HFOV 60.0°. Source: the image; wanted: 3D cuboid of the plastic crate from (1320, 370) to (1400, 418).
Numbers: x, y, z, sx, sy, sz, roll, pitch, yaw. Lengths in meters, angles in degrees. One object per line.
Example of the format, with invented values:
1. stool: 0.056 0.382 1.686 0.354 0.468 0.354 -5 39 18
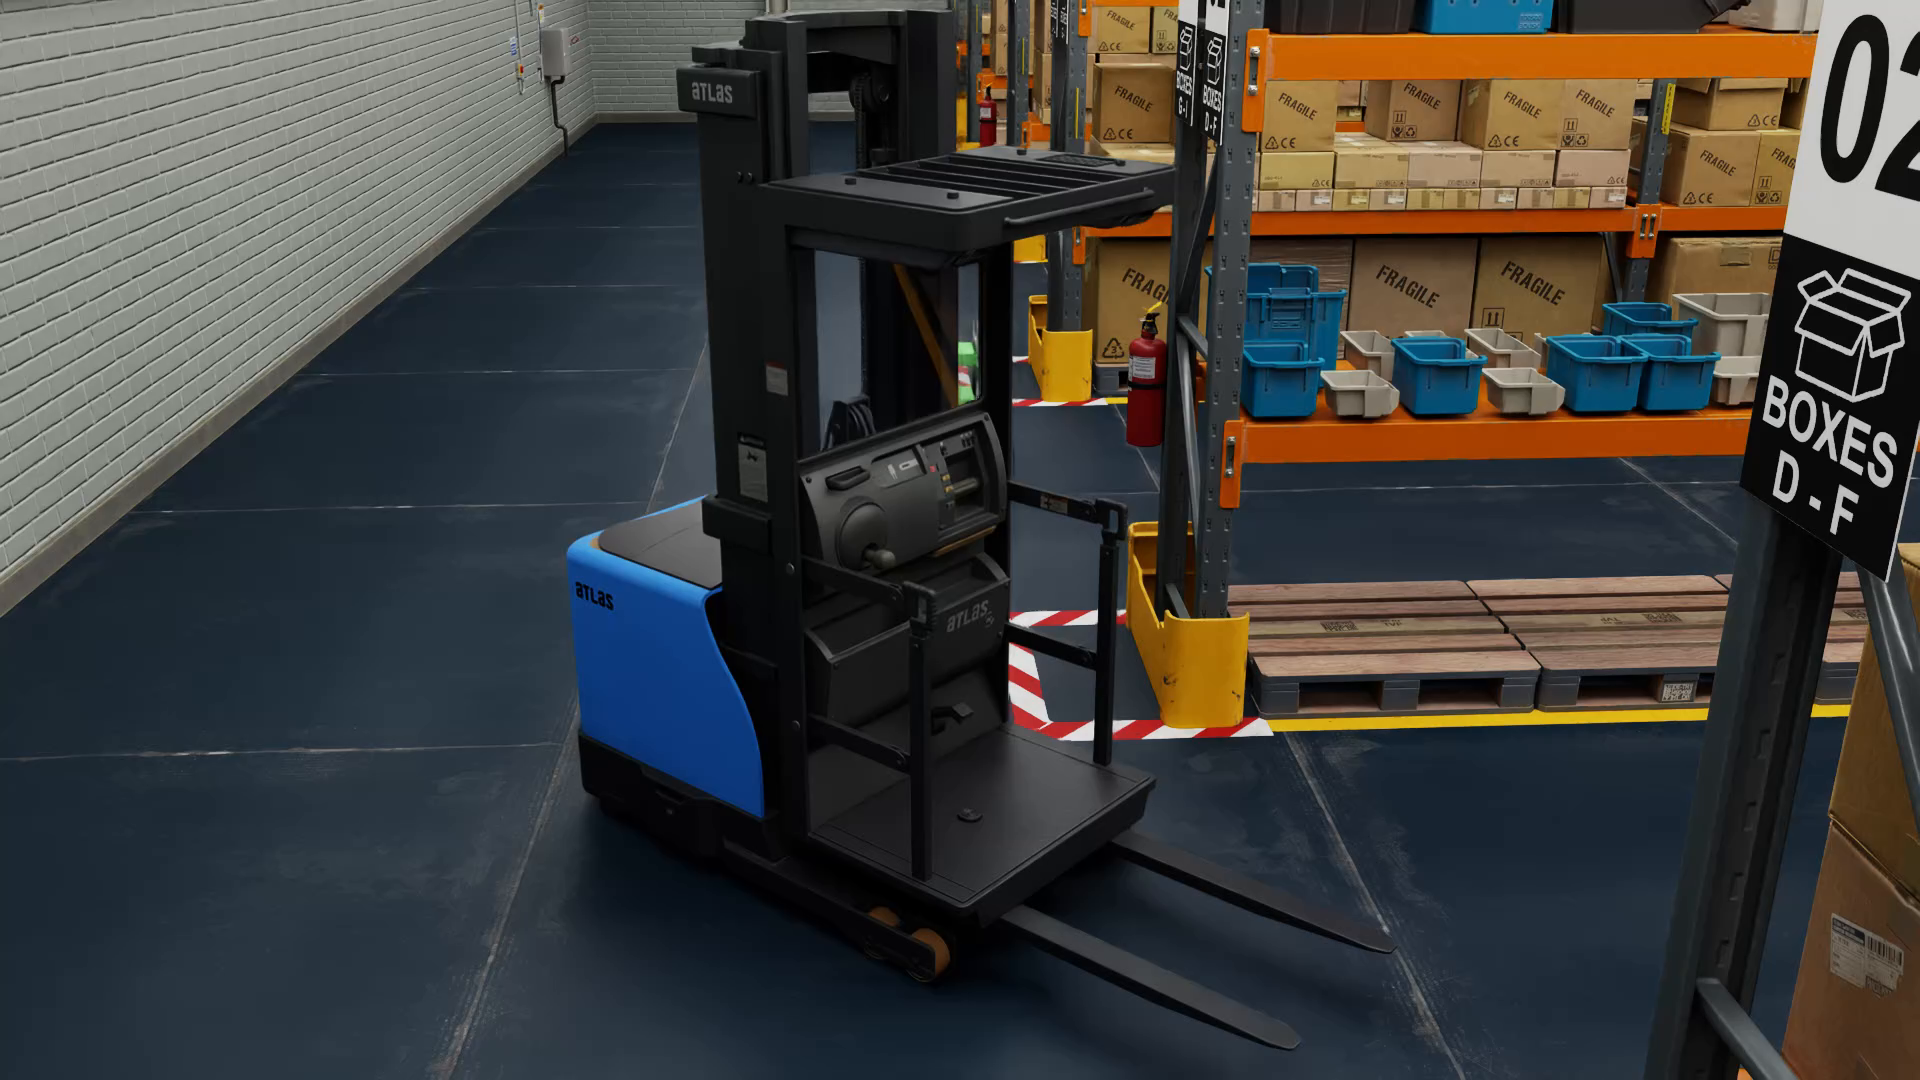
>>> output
1. plastic crate: 1.617 -0.589 6.738 0.298 0.136 0.250 -1 21 -3

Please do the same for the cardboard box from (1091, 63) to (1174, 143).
1. cardboard box: 1.216 -3.101 11.789 0.500 0.500 0.500 -1 21 -2

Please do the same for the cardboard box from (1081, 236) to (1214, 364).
1. cardboard box: 1.379 -1.823 12.090 0.875 0.875 0.875 -1 21 -3

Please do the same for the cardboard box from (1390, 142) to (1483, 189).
1. cardboard box: 3.286 -2.605 11.539 0.500 0.250 0.500 -1 21 -2

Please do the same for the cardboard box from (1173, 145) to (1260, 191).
1. cardboard box: 1.758 -2.574 11.459 0.500 0.250 0.500 -1 21 -4

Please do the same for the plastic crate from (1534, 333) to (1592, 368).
1. plastic crate: 2.692 -0.832 7.378 0.250 0.136 0.298 -1 21 -3

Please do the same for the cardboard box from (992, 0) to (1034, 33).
1. cardboard box: 0.674 -6.521 20.488 0.500 0.500 0.500 -2 21 -4

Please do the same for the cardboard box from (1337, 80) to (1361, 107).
1. cardboard box: 3.570 -4.489 16.137 0.500 0.500 0.500 -2 21 -5

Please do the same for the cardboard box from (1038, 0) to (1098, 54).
1. cardboard box: 1.025 -4.910 15.838 0.500 0.500 0.500 -1 21 -3

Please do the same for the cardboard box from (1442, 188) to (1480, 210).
1. cardboard box: 3.425 -2.399 11.558 0.250 0.149 0.380 -1 21 -2

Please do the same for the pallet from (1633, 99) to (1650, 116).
1. pallet: 6.575 -4.360 16.628 1.213 0.211 1.003 -1 21 -3

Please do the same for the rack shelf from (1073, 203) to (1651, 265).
1. rack shelf: 2.741 -2.283 11.912 4.000 0.370 1.077 -1 21 -3

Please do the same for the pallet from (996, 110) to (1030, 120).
1. pallet: 0.763 -6.577 26.099 1.213 0.211 1.003 -1 21 -3

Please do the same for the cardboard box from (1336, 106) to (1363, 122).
1. cardboard box: 3.763 -4.189 16.261 0.250 0.149 0.380 0 21 -1

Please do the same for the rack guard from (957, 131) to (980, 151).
1. rack guard: 0.155 -4.930 21.367 0.348 0.500 1.175 -1 21 -3

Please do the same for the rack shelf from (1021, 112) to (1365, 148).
1. rack shelf: 2.559 -4.047 16.546 4.000 0.370 1.077 -1 21 -3

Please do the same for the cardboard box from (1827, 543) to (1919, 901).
1. cardboard box: 1.735 0.320 2.519 0.500 0.500 0.500 -1 21 -4

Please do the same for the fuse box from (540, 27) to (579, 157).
1. fuse box: -5.424 -6.123 22.798 0.414 1.711 0.539 -1 21 -3

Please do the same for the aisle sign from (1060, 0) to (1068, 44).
1. aisle sign: 0.690 -3.685 10.931 0.004 0.787 0.394 -1 21 -3

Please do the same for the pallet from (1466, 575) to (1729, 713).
1. pallet: 3.068 0.458 7.623 1.213 0.211 1.003 -1 21 -3

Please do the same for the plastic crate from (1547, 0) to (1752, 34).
1. plastic crate: 2.568 -2.125 6.359 0.767 0.338 0.504 -1 21 -3

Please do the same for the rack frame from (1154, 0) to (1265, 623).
1. rack frame: 1.027 -0.819 7.056 0.127 3.000 1.000 -1 21 -3

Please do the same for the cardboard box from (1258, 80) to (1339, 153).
1. cardboard box: 2.255 -2.934 11.352 0.500 0.500 0.500 -2 21 -5

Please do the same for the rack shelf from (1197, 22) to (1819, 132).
1. rack shelf: 3.024 -1.925 6.757 4.000 0.370 1.077 -1 21 -3

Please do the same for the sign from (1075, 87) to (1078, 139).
1. sign: 0.770 -2.823 10.991 0.005 0.325 0.100 -1 21 -3

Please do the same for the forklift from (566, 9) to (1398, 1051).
1. forklift: -0.008 -0.155 5.409 3.031 2.935 1.130 17 26 37

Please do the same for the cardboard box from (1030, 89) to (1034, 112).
1. cardboard box: 1.363 -6.872 25.879 0.500 0.500 0.700 0 21 -1

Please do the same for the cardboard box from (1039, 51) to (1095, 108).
1. cardboard box: 1.026 -4.439 16.006 0.500 0.500 0.500 0 21 0

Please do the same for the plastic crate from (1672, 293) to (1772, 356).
1. plastic crate: 3.486 -0.907 7.371 0.530 0.282 0.437 -1 21 -3

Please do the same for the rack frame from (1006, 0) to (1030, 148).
1. rack frame: 0.562 -4.342 16.311 0.127 3.000 1.000 -1 21 -3

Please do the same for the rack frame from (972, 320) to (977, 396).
1. rack frame: 0.078 -0.562 8.912 0.015 1.200 0.240 -1 21 -3

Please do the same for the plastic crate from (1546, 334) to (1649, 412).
1. plastic crate: 2.607 -0.684 6.852 0.300 0.233 0.416 -1 21 -3

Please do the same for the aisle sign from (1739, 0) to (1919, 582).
1. aisle sign: 1.221 -0.382 2.254 0.004 0.787 0.394 -1 21 -3

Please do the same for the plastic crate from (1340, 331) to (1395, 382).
1. plastic crate: 1.831 -0.805 7.305 0.243 0.136 0.396 -1 21 -3

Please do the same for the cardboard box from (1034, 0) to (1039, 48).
1. cardboard box: 1.005 -5.093 16.319 0.500 0.500 0.500 -2 21 -4

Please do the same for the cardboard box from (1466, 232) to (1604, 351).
1. cardboard box: 4.074 -1.878 12.234 0.875 0.875 0.875 -1 21 -3

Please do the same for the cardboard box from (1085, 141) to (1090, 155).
1. cardboard box: 1.745 -5.168 21.490 0.875 0.438 0.875 -1 21 -2

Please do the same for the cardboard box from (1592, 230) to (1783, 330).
1. cardboard box: 5.376 -1.883 12.247 0.875 0.875 1.225 -1 21 -3

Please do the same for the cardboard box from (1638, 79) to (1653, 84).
1. cardboard box: 6.536 -4.519 16.119 0.250 0.149 0.380 -2 21 -4

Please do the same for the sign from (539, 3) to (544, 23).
1. sign: -5.627 -7.087 22.360 0.001 0.242 0.339 -1 21 -3

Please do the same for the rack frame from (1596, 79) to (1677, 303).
1. rack frame: 4.738 -2.660 11.891 0.127 3.000 1.000 -1 21 -3

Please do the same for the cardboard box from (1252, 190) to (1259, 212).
1. cardboard box: 1.890 -2.368 11.477 0.250 0.149 0.380 -1 21 -4

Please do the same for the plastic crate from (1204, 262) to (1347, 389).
1. plastic crate: 1.351 -0.937 7.231 0.499 0.435 0.616 -1 21 -3

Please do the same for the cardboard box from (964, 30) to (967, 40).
1. cardboard box: 0.207 -7.847 25.868 0.250 0.149 0.380 -1 21 -4

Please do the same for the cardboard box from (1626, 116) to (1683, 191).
1. cardboard box: 5.189 -2.813 12.153 0.500 0.500 0.500 -1 21 -3

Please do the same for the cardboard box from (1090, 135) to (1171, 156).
1. cardboard box: 1.213 -2.751 11.925 0.500 0.250 0.500 -1 21 -4

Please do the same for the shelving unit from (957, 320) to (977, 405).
1. shelving unit: -0.165 -0.557 8.899 0.503 1.200 0.258 -1 21 -3

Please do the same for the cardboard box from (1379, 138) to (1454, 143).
1. cardboard box: 3.240 -2.791 12.029 0.500 0.250 0.500 -1 21 -2

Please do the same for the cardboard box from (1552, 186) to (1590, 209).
1. cardboard box: 4.195 -2.414 11.600 0.250 0.149 0.380 -1 21 -2

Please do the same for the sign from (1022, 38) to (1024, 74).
1. sign: 0.593 -4.554 15.651 0.005 0.325 0.100 -1 21 -3

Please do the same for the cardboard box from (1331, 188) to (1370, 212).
1. cardboard box: 2.653 -2.383 11.517 0.250 0.149 0.380 -2 21 -4
